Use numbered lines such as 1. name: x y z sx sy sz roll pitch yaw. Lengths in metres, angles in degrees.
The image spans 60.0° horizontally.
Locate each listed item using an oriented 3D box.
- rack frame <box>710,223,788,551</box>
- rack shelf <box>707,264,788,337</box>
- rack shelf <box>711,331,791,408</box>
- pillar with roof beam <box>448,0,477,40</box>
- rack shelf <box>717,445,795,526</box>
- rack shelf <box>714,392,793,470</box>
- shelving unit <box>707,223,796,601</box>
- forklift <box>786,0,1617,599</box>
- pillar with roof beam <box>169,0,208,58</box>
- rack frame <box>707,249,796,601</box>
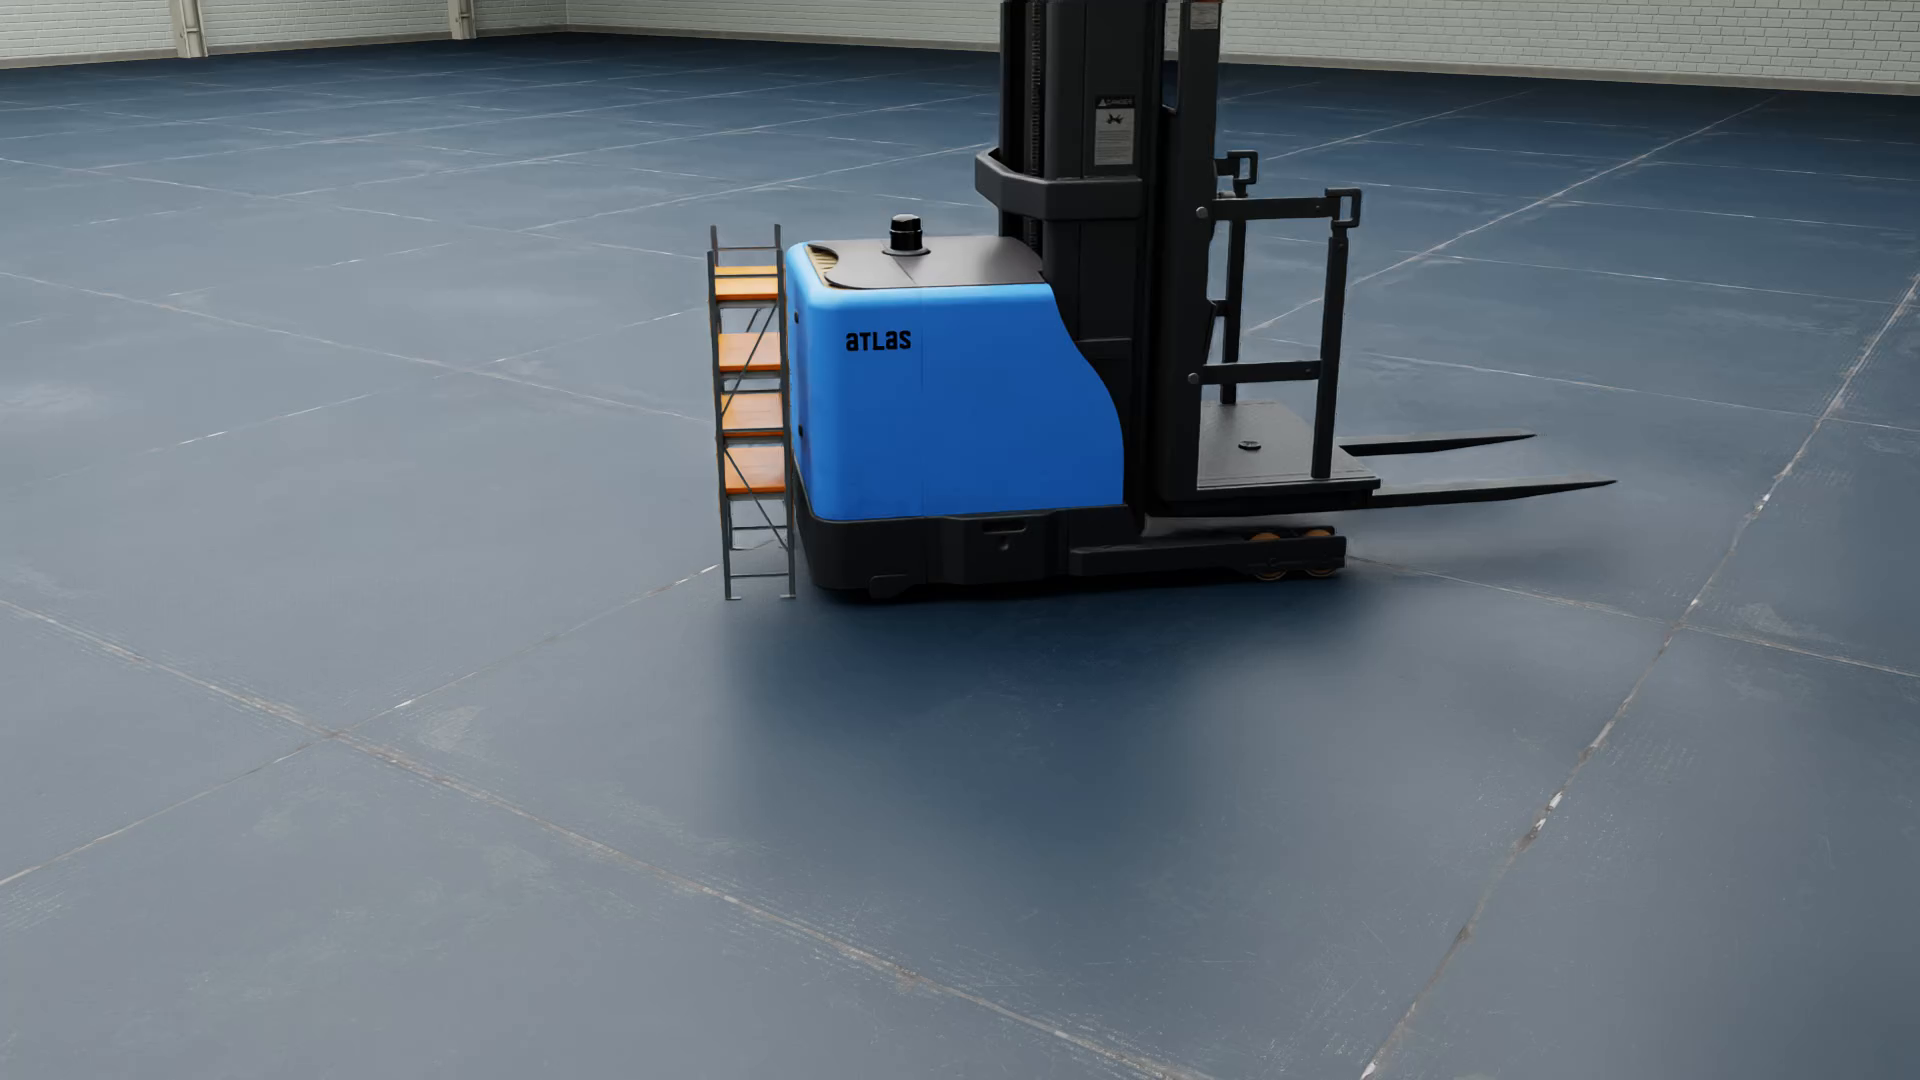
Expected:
1. rack frame: -0.743 -0.530 5.969 0.240 1.200 0.015 -2 20 -6
2. rack shelf: -0.715 -0.815 5.605 0.258 0.148 0.480 -2 20 -6
3. rack shelf: -0.715 -0.593 5.687 0.258 0.148 0.480 -2 20 -6
4. pillar with roof beam: -6.539 -13.588 30.029 9.100 9.000 0.400 13 24 32
5. rack shelf: -0.715 -0.197 5.834 0.258 0.148 0.480 -2 20 -6
6. rack shelf: -0.715 -0.383 5.765 0.258 0.148 0.480 -2 20 -6
7. shelving unit: -0.715 -0.446 5.742 0.258 1.200 0.503 -2 20 -6
8. forklift: 0.911 -1.407 5.843 3.031 2.935 1.130 -4 21 -10
9. pillar with roof beam: -9.912 -11.867 25.375 9.100 9.000 0.400 13 24 32
10. rack frame: -0.687 -0.362 5.514 0.240 1.200 0.015 -2 20 -6
